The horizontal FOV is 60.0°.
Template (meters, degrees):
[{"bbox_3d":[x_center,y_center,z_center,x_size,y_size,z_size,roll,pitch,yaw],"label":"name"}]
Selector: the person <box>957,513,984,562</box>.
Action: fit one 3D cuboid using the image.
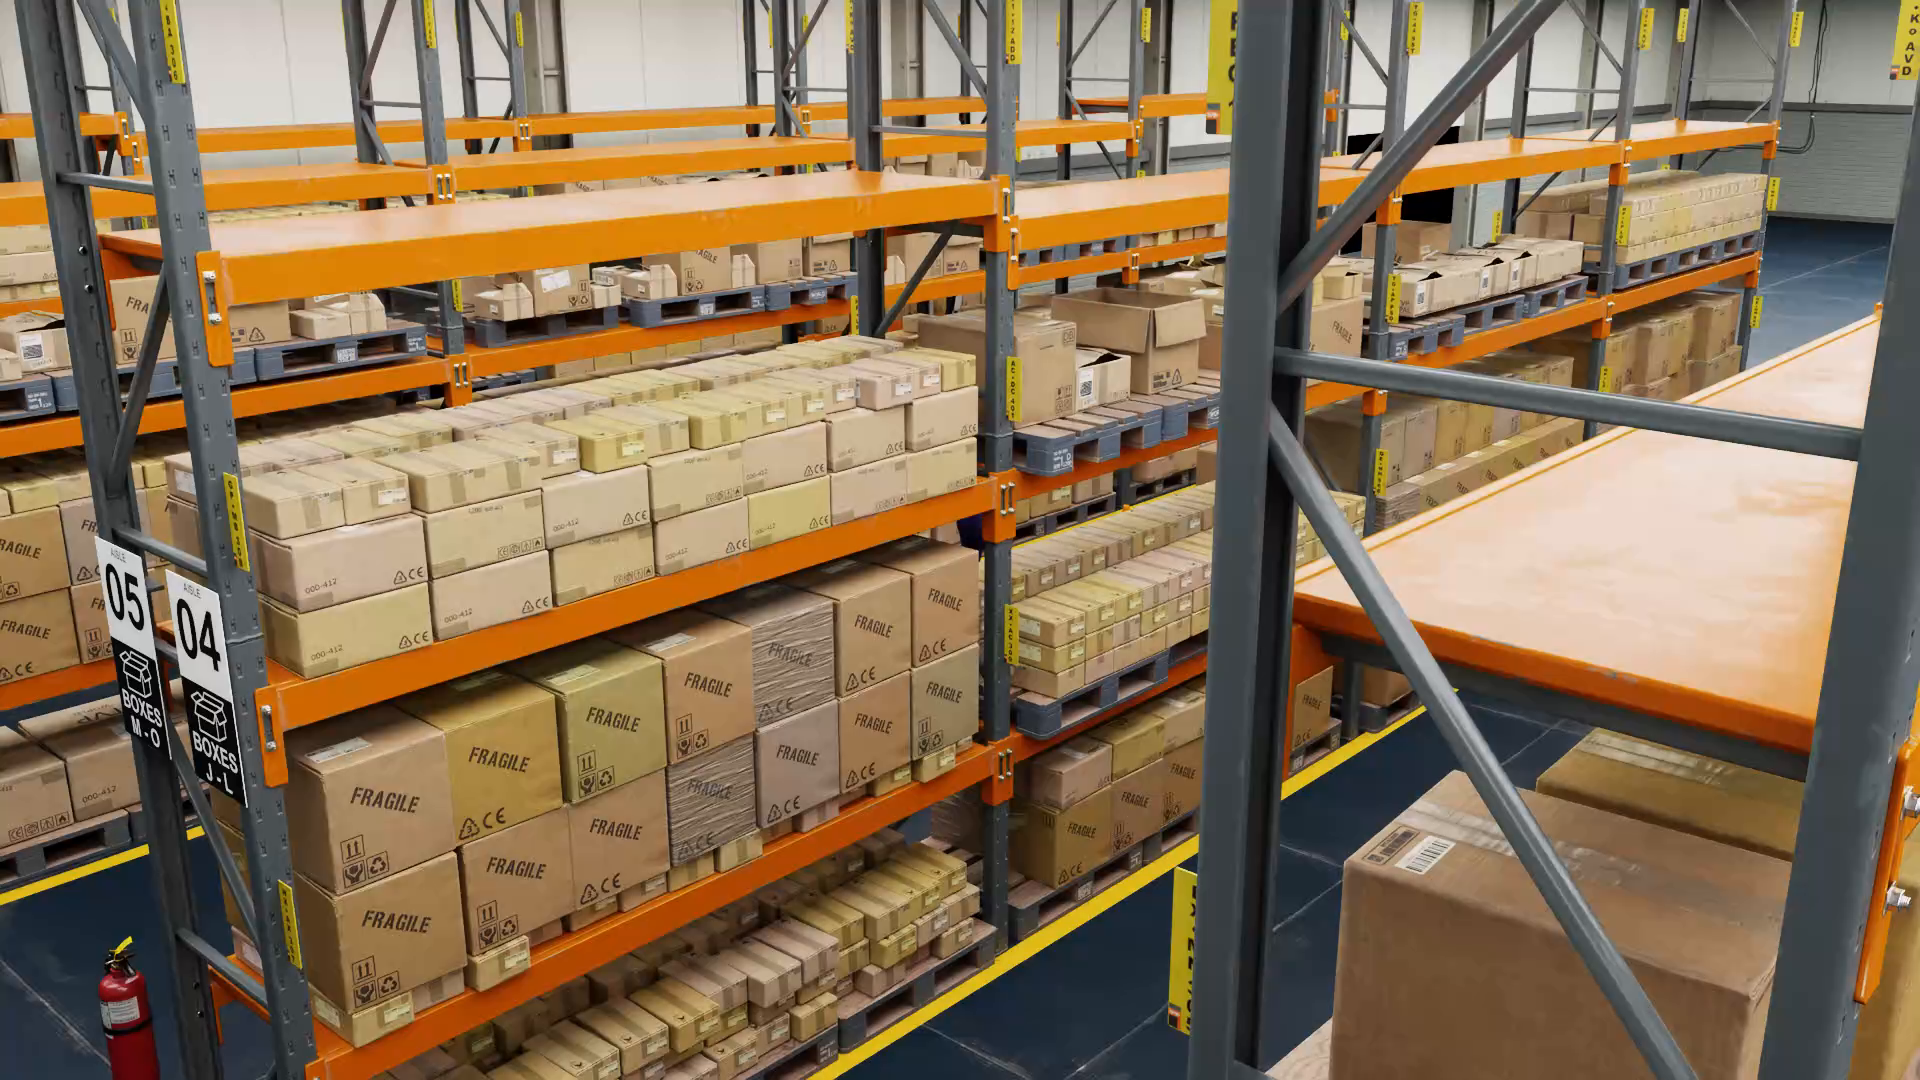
[{"bbox_3d":[0.198,-0.162,14.764,0.542,1.651,0.369,13,21,35],"label":"person"}]
